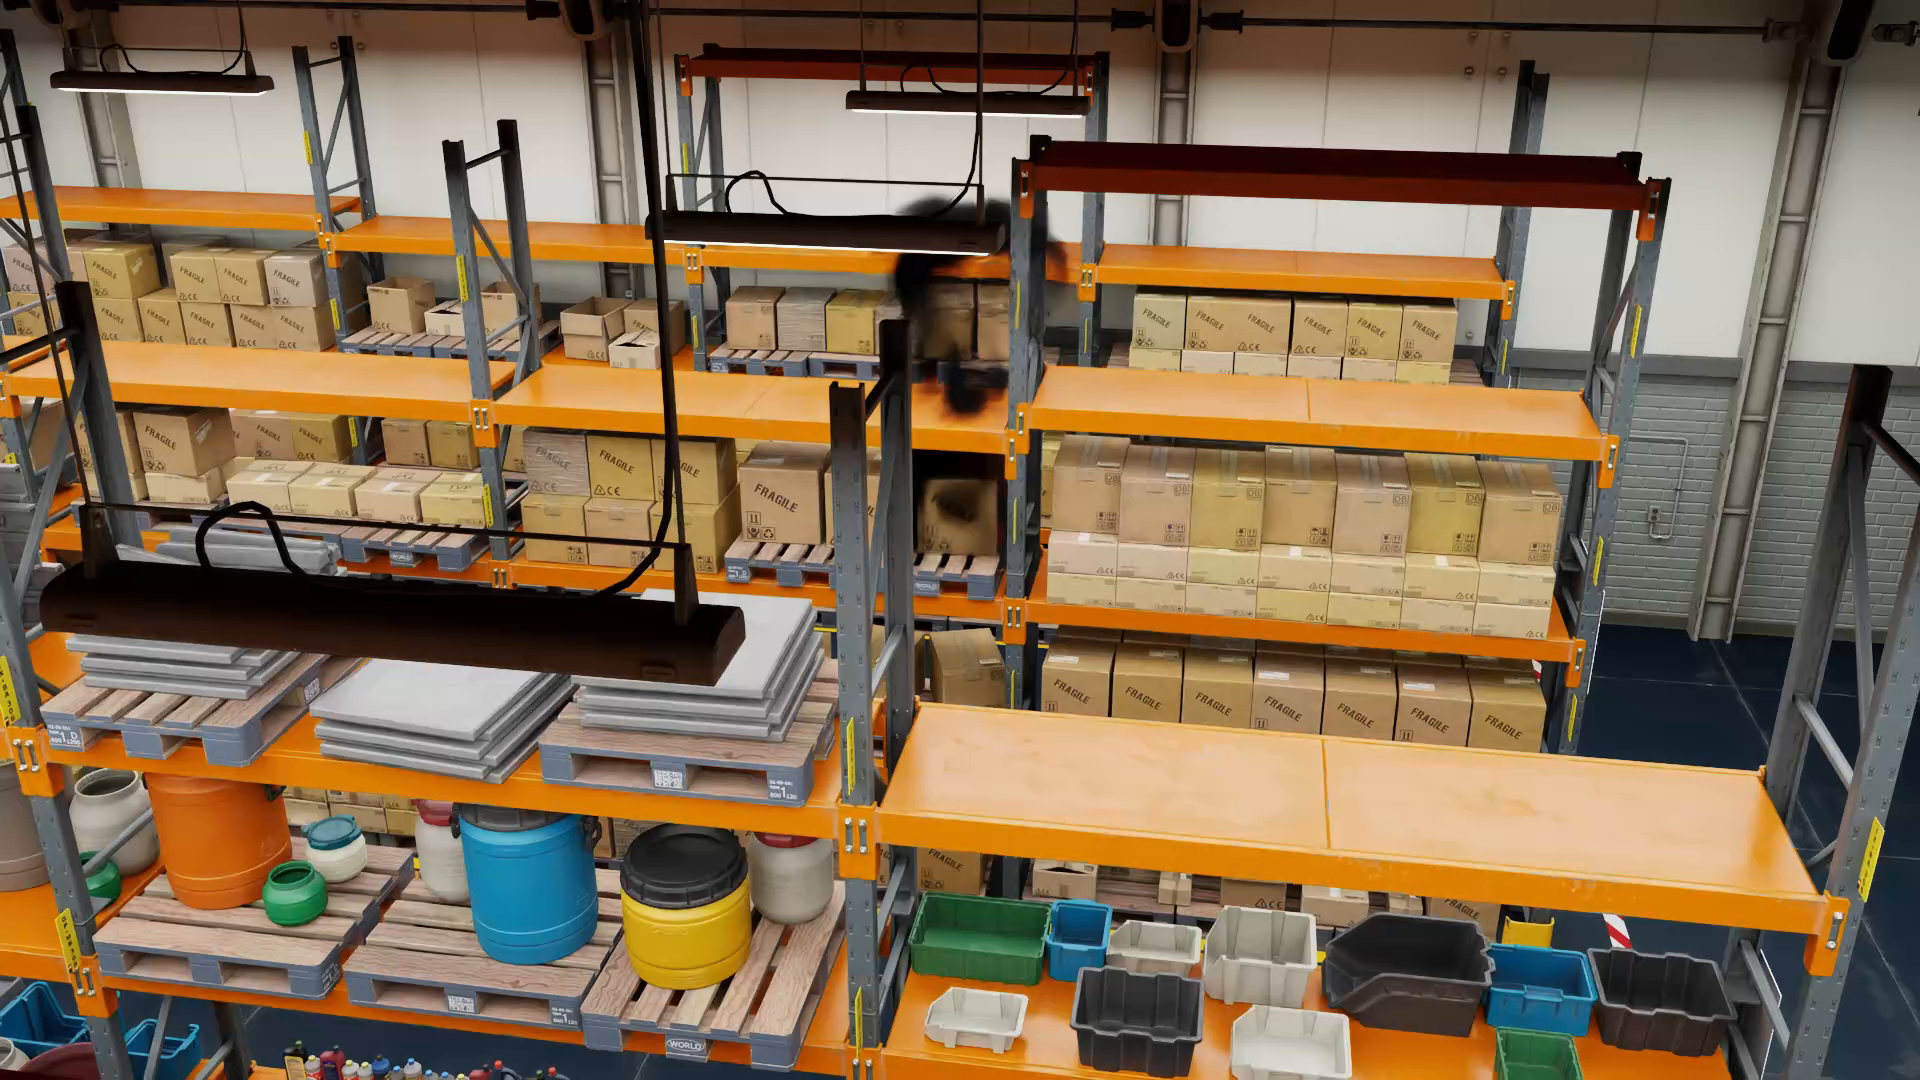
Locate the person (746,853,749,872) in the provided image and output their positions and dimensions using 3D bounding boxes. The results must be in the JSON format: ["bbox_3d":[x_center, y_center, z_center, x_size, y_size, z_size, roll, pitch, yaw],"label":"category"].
[{"bbox_3d":[-1.289,2.867,11.525,0.912,1.648,0.561,1,23,2],"label":"person"}]
